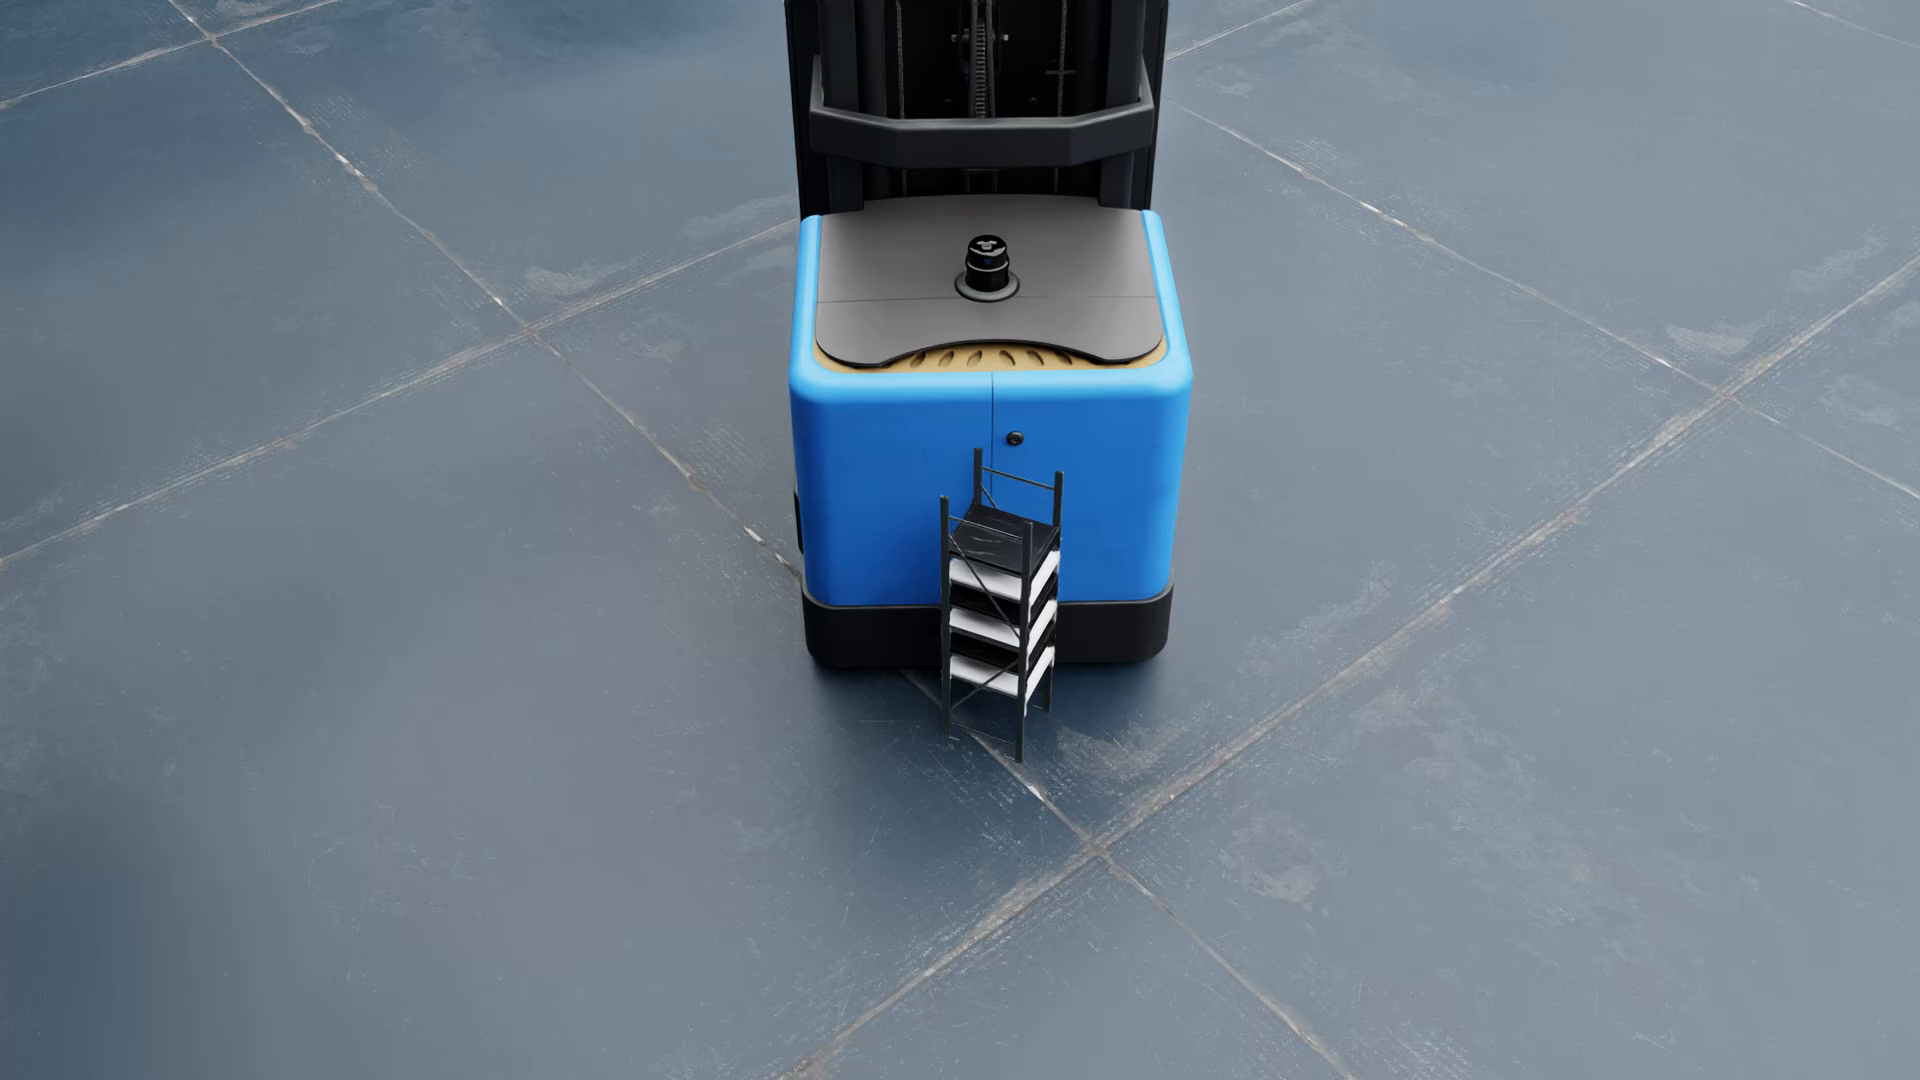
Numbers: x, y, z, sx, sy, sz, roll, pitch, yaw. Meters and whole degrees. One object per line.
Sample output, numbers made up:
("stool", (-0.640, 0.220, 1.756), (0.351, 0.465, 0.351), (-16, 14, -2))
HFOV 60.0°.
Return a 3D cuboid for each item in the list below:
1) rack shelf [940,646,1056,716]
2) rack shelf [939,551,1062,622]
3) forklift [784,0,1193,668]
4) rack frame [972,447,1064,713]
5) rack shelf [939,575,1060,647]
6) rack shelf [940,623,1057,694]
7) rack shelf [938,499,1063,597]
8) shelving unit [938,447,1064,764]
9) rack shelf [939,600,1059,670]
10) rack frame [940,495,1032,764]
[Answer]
("rack shelf", (0.104, 0.347, 4.535), (0.258, 0.077, 0.200), (17, 46, 17))
("rack shelf", (0.104, 0.085, 4.288), (0.258, 0.077, 0.200), (17, 46, 17))
("forklift", (0.040, -1.695, 4.913), (1.130, 2.935, 3.031), (-1, 43, -1))
("rack frame", (0.146, 0.128, 4.456), (0.240, 0.900, 0.006), (17, 46, 17))
("rack shelf", (0.104, 0.150, 4.350), (0.258, 0.077, 0.200), (17, 46, 17))
("rack shelf", (0.104, 0.281, 4.473), (0.258, 0.077, 0.200), (17, 46, 17))
("rack shelf", (0.104, 0.019, 4.227), (0.258, 0.077, 0.200), (17, 46, 17))
("shelving unit", (0.104, 0.191, 4.389), (0.258, 0.900, 0.210), (17, 46, 17))
("rack shelf", (0.104, 0.216, 4.412), (0.258, 0.077, 0.200), (17, 46, 17))
("rack frame", (0.063, 0.255, 4.321), (0.240, 0.900, 0.006), (17, 46, 17))
